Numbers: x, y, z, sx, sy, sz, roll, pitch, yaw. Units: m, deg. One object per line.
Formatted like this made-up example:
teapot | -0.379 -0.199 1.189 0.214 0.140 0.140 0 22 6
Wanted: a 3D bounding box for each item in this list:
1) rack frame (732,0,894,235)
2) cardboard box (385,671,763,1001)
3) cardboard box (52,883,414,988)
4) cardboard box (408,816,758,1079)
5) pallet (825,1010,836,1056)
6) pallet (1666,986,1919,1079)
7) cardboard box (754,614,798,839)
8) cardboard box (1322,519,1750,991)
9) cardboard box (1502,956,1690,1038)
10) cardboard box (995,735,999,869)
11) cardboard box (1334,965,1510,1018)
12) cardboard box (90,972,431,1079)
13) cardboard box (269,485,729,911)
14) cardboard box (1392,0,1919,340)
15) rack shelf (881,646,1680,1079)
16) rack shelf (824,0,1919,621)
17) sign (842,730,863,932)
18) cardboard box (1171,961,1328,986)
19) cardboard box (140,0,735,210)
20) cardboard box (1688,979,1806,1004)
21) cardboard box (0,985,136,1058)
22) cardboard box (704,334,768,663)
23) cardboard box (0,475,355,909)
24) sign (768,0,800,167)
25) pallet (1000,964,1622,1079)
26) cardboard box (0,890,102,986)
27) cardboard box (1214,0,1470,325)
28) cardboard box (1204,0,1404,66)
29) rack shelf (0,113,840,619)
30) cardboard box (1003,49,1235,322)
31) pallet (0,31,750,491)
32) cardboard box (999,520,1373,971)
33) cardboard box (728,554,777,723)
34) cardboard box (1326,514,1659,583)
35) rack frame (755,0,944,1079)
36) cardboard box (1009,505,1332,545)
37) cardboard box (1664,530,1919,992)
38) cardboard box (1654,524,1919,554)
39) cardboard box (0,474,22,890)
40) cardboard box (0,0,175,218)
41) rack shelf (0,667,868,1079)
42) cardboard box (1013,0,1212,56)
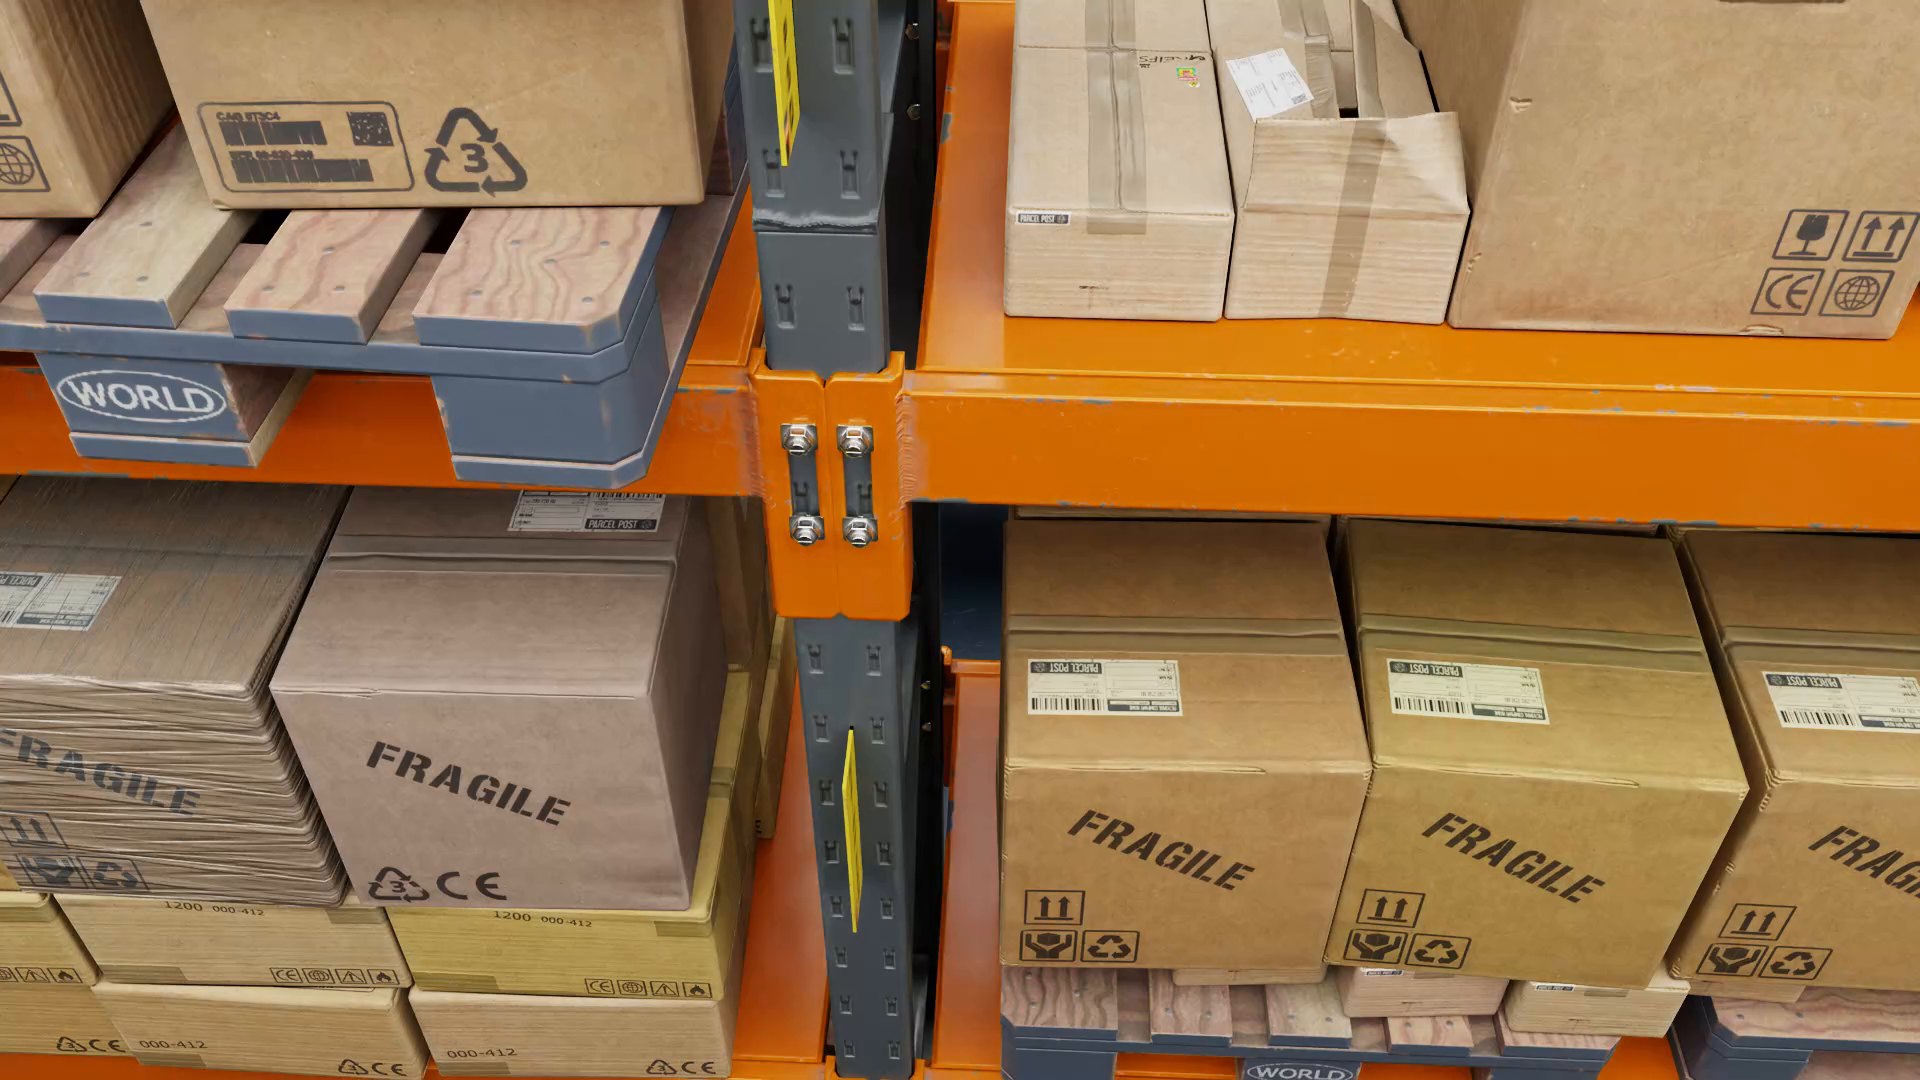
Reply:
rack frame | -0.124 -1.748 1.025 0.127 3.000 1.000 2 43 2
cardboard box | -0.619 0.477 2.780 0.500 0.250 0.500 2 43 2
cardboard box | -1.132 0.464 2.795 0.500 0.250 0.500 1 43 1
cardboard box | -0.641 0.663 2.948 0.500 0.250 0.500 0 43 0
pallet | -0.908 1.392 4.101 1.213 0.211 1.003 2 43 2
pallet | 1.855 0.550 3.100 1.213 0.211 1.003 2 43 2
cardboard box | -0.602 0.316 3.321 0.500 0.250 0.500 1 43 1
cardboard box | 0.836 0.331 2.595 0.500 0.500 0.500 4 43 4
cardboard box | 1.018 0.616 2.765 0.250 0.149 0.380 2 43 2
cardboard box | 0.192 0.522 2.865 0.250 0.149 0.380 -1 43 -1
cardboard box | 0.744 0.593 2.789 0.250 0.149 0.380 -1 43 -1
cardboard box | -1.152 0.658 2.953 0.500 0.250 0.500 2 43 3
cardboard box | -0.652 0.207 2.520 0.500 0.500 0.500 1 43 1
cardboard box | 0.822 -0.651 1.974 0.500 0.500 0.700 2 43 2
rack shelf | 1.874 0.772 3.249 4.000 0.370 1.077 2 43 2
rack shelf | 1.874 -0.326 2.226 4.000 0.370 1.077 2 43 2
sign | -0.146 0.401 2.269 0.005 0.325 0.100 2 43 2
cardboard box | 0.473 0.553 2.832 0.250 0.149 0.380 -1 43 -1
cardboard box | -0.508 -0.751 1.771 0.637 0.503 0.797 -1 43 -1
cardboard box | 1.263 0.570 2.814 0.250 0.149 0.380 4 43 4
cardboard box | -1.654 0.632 2.981 0.500 0.250 0.500 1 43 1
cardboard box | -0.606 -0.137 2.890 0.500 0.500 0.500 0 43 0
cardboard box | -1.165 0.197 2.531 0.500 0.500 0.500 2 43 3
sign | -0.157 -0.491 1.438 0.005 0.325 0.100 2 43 2
pallet | 0.593 0.467 3.189 1.003 0.211 1.213 2 43 2
cardboard box | -1.644 0.462 2.797 0.500 0.250 0.500 1 43 1
cardboard box | 0.438 -0.468 1.950 0.258 0.266 0.396 2 43 2
cardboard box | 0.449 -0.690 2.274 0.250 0.149 0.380 2 43 2
rack shelf | -2.122 -0.449 2.358 4.000 0.370 1.077 2 43 2
cardboard box | 0.183 -0.433 1.998 0.250 0.149 0.380 2 43 2
pallet | -0.770 -0.565 2.094 1.003 0.211 1.213 4 43 4
cardboard box | 0.315 0.319 2.607 0.500 0.500 0.500 1 43 1
cardboard box | -0.619 0.135 3.147 0.500 0.250 0.500 1 43 2
cardboard box | 0.860 -0.019 2.970 0.500 0.500 0.500 1 43 1
rack frame | -0.124 0.447 3.070 0.127 3.000 1.000 2 43 2
cardboard box | 0.343 -0.027 2.979 0.500 0.500 0.500 1 43 1
cardboard box | 1.367 0.342 2.582 0.500 0.500 0.500 2 43 3
cardboard box | 1.364 -0.004 2.954 0.500 0.500 0.500 -1 43 -1
cardboard box | -1.661 0.177 2.553 0.500 0.500 0.500 2 43 2
cardboard box | -1.122 -0.742 1.764 0.500 0.500 0.700 0 43 0
rack shelf | -2.122 0.649 3.381 4.000 0.370 1.077 2 43 2
cardboard box | 0.200 -0.692 2.276 0.250 0.149 0.380 2 43 2
